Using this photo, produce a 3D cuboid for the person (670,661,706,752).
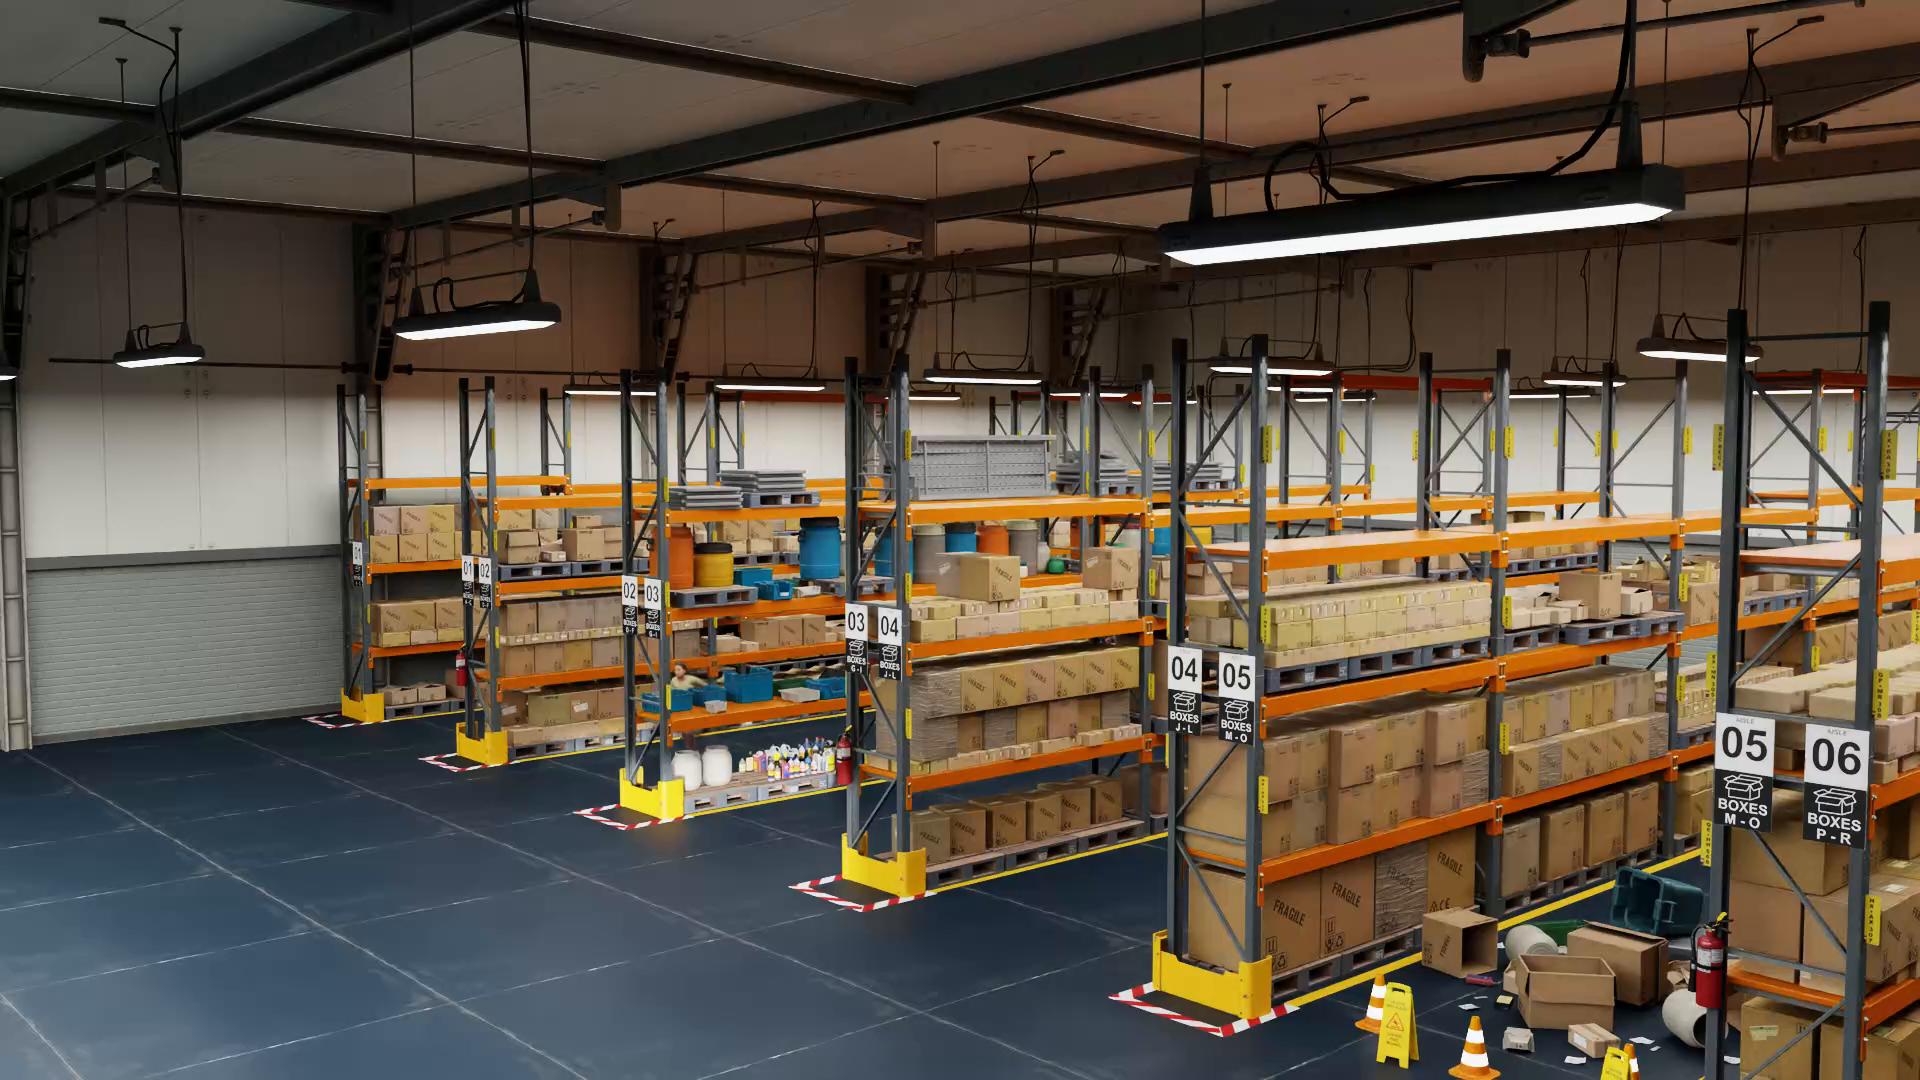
[{"bbox_3d":[-4.263,2.665,25.891,0.577,1.593,0.908,1,4,14],"label":"person"}]
